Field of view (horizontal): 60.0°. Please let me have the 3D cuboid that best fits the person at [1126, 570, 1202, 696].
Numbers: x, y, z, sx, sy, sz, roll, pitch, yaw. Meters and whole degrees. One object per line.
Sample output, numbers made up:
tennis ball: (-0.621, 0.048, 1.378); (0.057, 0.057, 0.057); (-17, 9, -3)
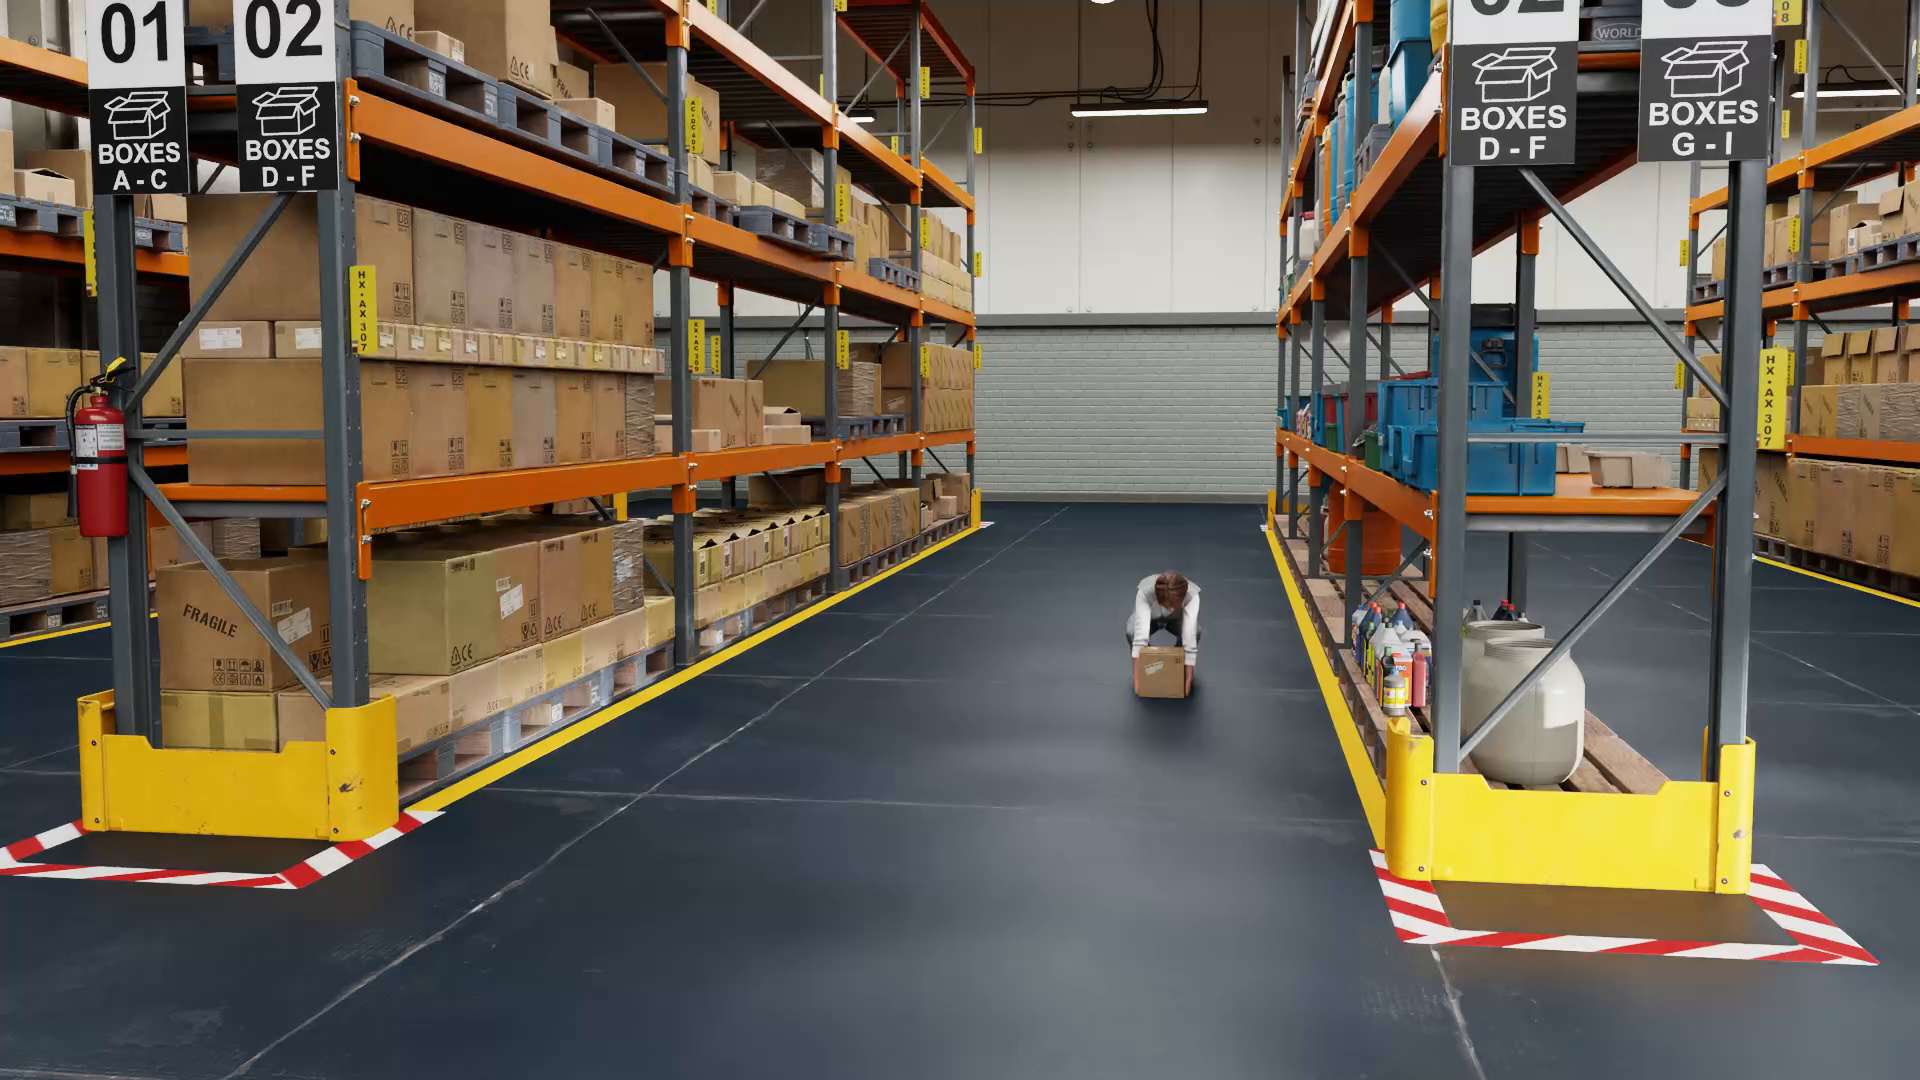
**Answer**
person: (1.181, 0.530, 9.635); (0.433, 0.759, 0.836); (1, 5, 8)
